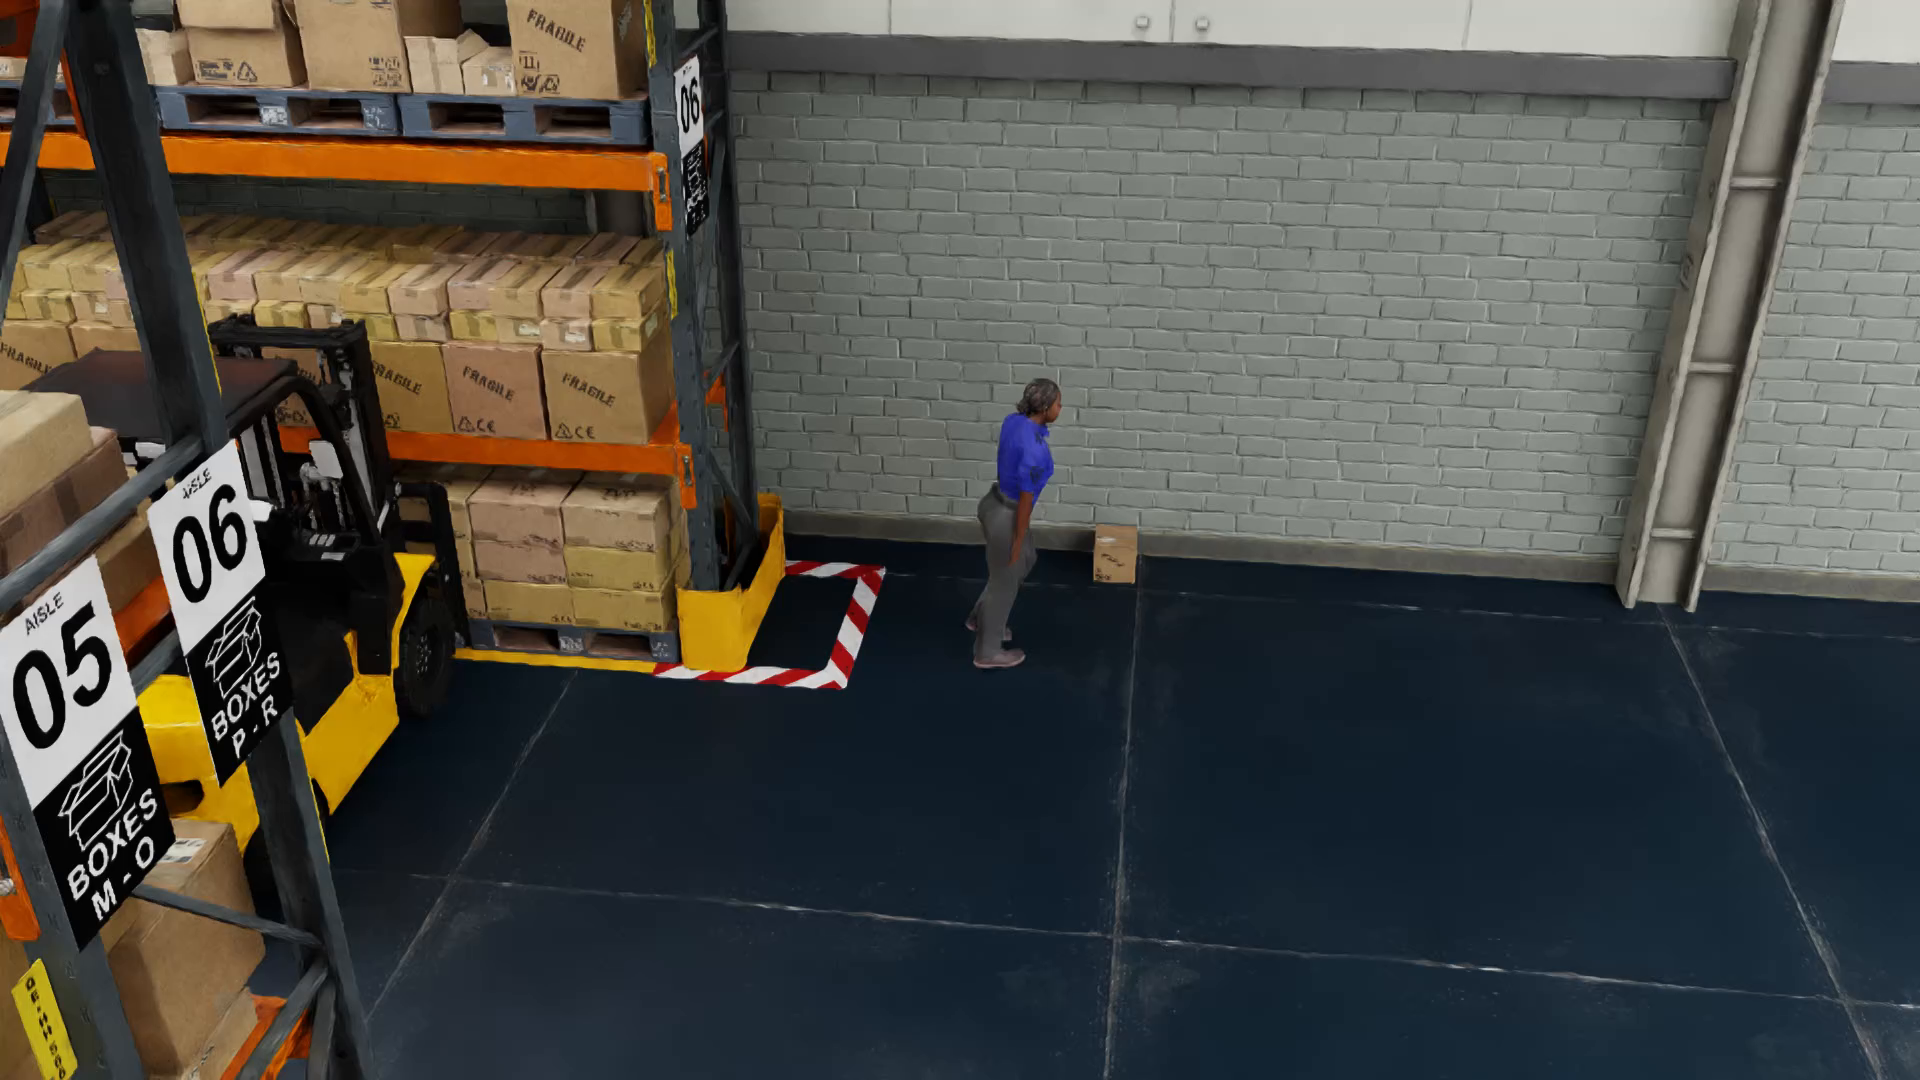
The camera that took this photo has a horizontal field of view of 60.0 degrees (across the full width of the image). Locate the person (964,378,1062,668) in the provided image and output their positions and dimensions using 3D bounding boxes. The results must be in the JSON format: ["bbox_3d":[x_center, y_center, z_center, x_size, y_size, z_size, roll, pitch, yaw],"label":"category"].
[{"bbox_3d":[0.288,-0.090,8.784,0.487,1.636,0.463,-8,29,-14],"label":"person"}]
